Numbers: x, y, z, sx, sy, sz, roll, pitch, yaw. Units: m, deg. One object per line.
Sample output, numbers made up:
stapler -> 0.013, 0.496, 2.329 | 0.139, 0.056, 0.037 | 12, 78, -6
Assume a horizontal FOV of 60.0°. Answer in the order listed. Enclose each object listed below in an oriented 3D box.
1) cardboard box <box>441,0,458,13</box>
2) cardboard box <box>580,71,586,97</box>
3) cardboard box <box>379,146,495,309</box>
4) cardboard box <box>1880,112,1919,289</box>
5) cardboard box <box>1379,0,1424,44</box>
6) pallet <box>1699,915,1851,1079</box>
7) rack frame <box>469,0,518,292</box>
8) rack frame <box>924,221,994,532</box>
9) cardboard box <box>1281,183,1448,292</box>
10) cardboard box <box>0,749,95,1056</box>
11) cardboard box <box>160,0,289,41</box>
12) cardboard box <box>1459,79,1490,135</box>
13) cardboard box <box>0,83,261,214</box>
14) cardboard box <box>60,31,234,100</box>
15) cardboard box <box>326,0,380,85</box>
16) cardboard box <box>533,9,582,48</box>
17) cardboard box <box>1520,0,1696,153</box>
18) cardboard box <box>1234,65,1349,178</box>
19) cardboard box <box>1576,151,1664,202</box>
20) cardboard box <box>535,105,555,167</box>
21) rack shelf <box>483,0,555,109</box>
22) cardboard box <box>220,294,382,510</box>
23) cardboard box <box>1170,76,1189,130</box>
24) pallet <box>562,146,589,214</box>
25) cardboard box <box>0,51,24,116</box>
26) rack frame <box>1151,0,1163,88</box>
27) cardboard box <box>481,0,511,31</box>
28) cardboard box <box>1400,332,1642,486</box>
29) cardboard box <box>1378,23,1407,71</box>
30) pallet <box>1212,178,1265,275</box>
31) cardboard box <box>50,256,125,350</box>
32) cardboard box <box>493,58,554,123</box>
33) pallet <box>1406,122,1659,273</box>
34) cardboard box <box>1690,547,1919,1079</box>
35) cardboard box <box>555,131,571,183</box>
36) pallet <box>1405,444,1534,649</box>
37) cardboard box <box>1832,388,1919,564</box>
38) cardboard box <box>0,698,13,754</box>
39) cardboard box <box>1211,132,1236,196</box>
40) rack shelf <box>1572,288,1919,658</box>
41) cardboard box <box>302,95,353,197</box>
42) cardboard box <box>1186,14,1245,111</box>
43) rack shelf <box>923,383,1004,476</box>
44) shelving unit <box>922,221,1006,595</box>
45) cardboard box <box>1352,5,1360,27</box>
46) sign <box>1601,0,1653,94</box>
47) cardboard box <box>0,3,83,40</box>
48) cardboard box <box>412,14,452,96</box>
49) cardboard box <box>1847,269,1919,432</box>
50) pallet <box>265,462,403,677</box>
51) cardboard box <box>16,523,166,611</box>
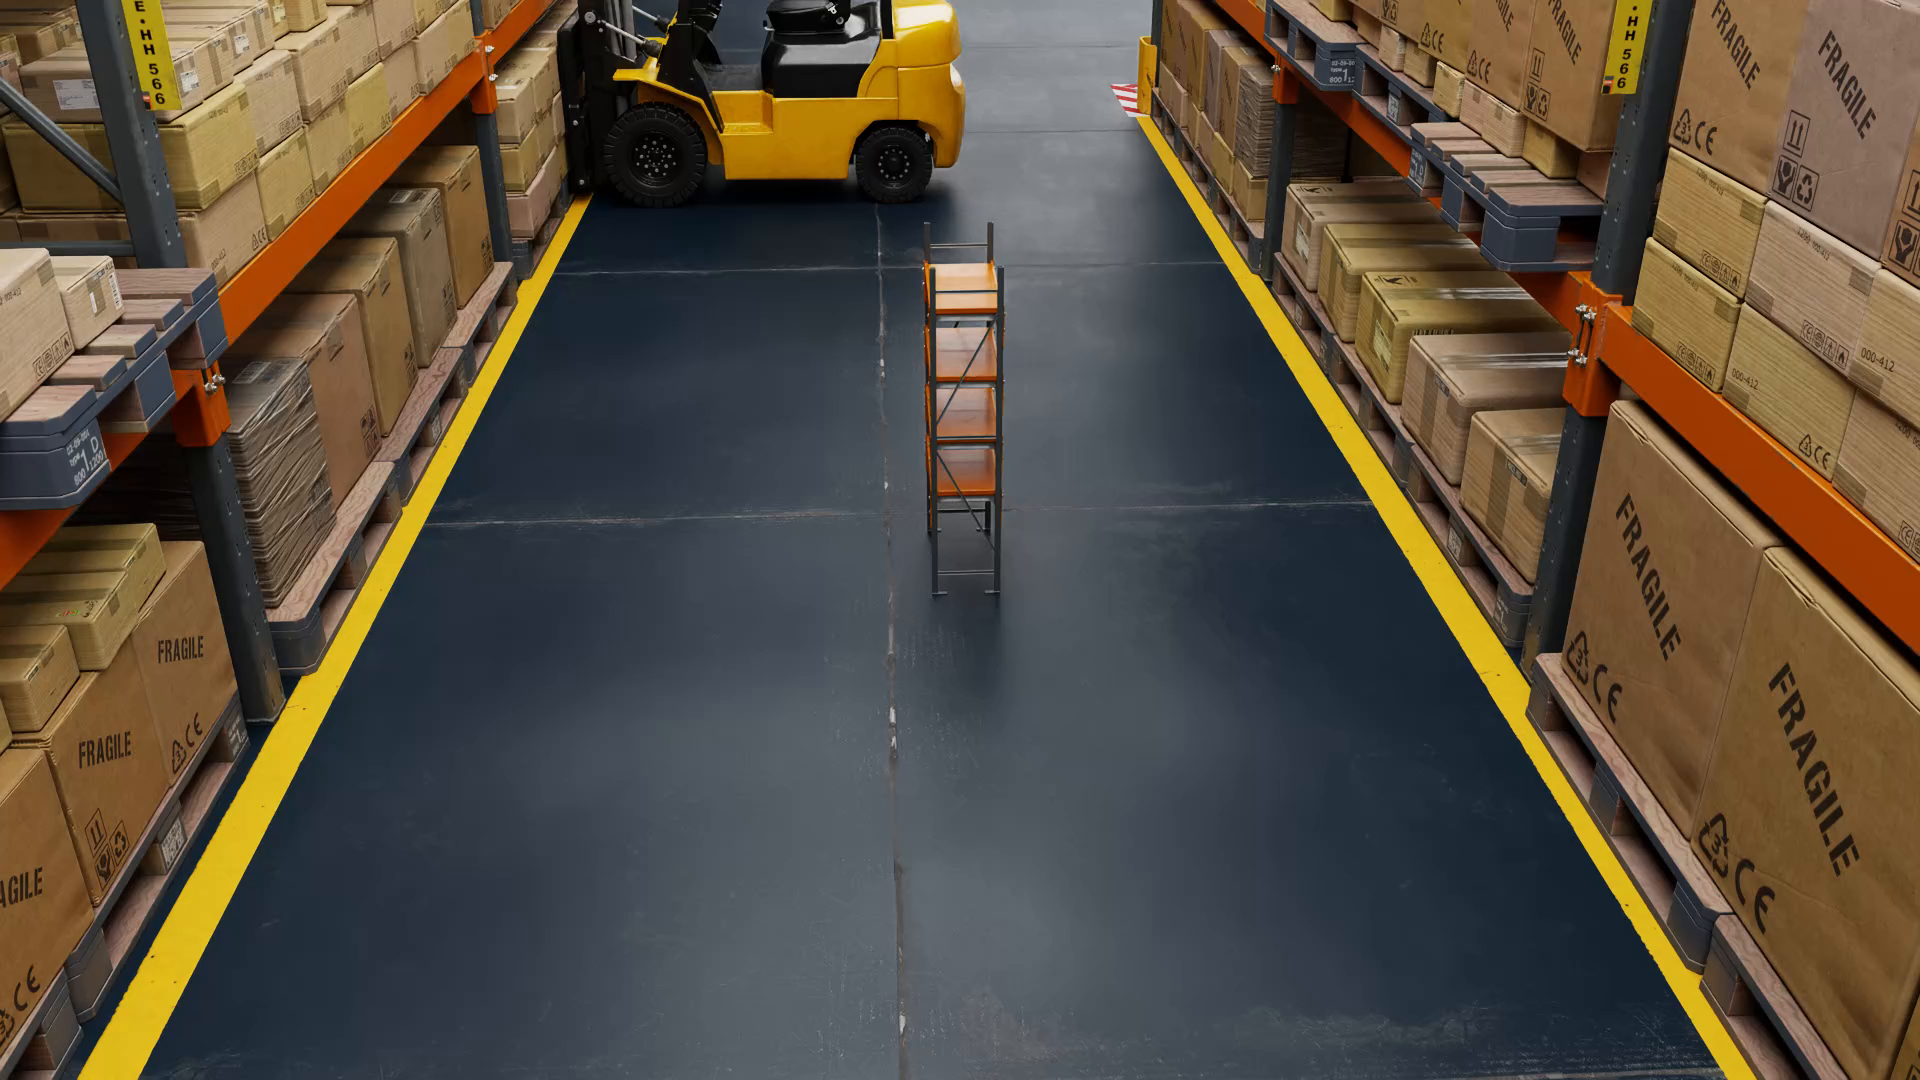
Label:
cardboard box -> -2.553, -2.555, 7.526 | 0.500, 0.250, 0.500 | -2, 28, -4
cardboard box -> -2.642, -2.969, 10.678 | 0.500, 0.250, 0.500 | -2, 28, -4
cardboard box -> -2.796, -1.513, 8.021 | 0.875, 0.625, 0.625 | 0, 28, 0
cardboard box -> 2.160, -0.680, 3.122 | 0.500, 0.500, 0.500 | -1, 28, -1
cardboard box -> 1.937, -2.184, 6.310 | 0.500, 0.500, 0.500 | -2, 28, -5
pallet -> 2.358, 1.270, 3.587 | 1.003, 0.211, 1.213 | -1, 28, -3
rack frame -> -2.834, -2.620, 8.030 | 1.000, 3.000, 0.127 | -1, 28, -3
rack frame -> -0.004, -0.568, 6.042 | 0.240, 1.200, 0.015 | -1, 28, -3
cardboard box -> 2.153, -1.521, 8.310 | 0.950, 0.372, 0.625 | -1, 28, -2
cardboard box -> -2.343, 0.812, 3.698 | 0.500, 0.500, 0.500 | 0, 28, 0
cardboard box -> -2.471, -1.736, 5.526 | 0.380, 0.149, 0.250 | -1, 28, -2
cardboard box -> 1.930, -1.469, 5.640 | 0.380, 0.149, 0.250 | -3, 28, -5
cardboard box -> -2.379, -1.140, 4.813 | 0.500, 0.250, 0.500 | -1, 28, -3
cardboard box -> -2.363, -1.382, 4.847 | 0.380, 0.149, 0.250 | -1, 28, -2
cardboard box -> -2.490, -1.848, 6.171 | 0.500, 0.250, 0.500 | -1, 28, -2
cardboard box -> -2.638, -3.204, 10.588 | 0.500, 0.250, 0.500 | -1, 28, -2
cardboard box -> 2.030, -1.460, 4.922 | 0.500, 0.500, 0.500 | -2, 28, -4
cardboard box -> 1.824, -2.308, 9.140 | 0.500, 0.500, 0.500 | -2, 28, -3
cardboard box -> 2.080, -1.115, 4.962 | 0.380, 0.149, 0.250 | 0, 28, -1
cardboard box -> -2.579, -2.272, 9.342 | 0.500, 0.250, 0.500 | -2, 28, -3
rack shelf -> -2.938, -3.225, 9.967 | 1.077, 0.370, 4.000 | -1, 28, -3
cardboard box -> -2.686, -0.496, 6.072 | 0.875, 0.625, 0.625 | -1, 28, -1
cardboard box -> 1.699, -2.941, 11.164 | 0.500, 0.250, 0.500 | 0, 28, -1
pallet -> -2.900, -2.317, 10.464 | 1.003, 0.211, 1.213 | -1, 28, -3
cardboard box -> -2.844, -1.250, 4.594 | 0.380, 0.149, 0.250 | -1, 28, -1
rack frame -> 1.914, -4.589, 11.805 | 1.000, 3.000, 0.127 | -1, 28, -3
cardboard box -> -2.596, -2.876, 8.412 | 0.500, 0.500, 0.500 | -2, 28, -4
cardboard box -> 2.266, -0.517, 6.386 | 0.950, 0.372, 0.625 | -2, 28, -4
cardboard box -> 1.876, -1.951, 6.565 | 0.380, 0.149, 0.250 | 0, 28, -1
pallet -> 2.052, -1.815, 9.501 | 1.003, 0.211, 1.213 | -1, 28, -3
cardboard box -> -2.208, -0.554, 3.886 | 0.380, 0.149, 0.250 | -1, 28, -2
cardboard box -> -2.562, -2.498, 9.234 | 0.500, 0.250, 0.500 | -1, 28, -3
pallet -> 2.188, -1.136, 5.392 | 1.213, 0.211, 1.003 | -1, 28, -3
cardboard box -> 2.327, 0.594, 3.710 | 0.875, 0.875, 0.875 | -1, 28, -2
cardboard box -> -2.613, -2.290, 9.916 | 0.500, 0.250, 0.500 | -1, 28, -2
pallet -> 2.292, -0.019, 6.058 | 1.003, 0.211, 1.213 | -1, 28, -3
cardboard box -> 2.172, -0.117, 3.393 | 0.500, 0.250, 0.500 | 0, 28, -1
cardboard box -> -2.363, 0.454, 3.683 | 0.380, 0.149, 0.250 | -1, 28, -1
cardboard box -> 1.786, -2.221, 9.784 | 0.500, 0.250, 0.500 | -2, 28, -4
rack shelf -> 2.436, 0.348, 3.117 | 1.077, 0.370, 4.000 | -1, 28, -3
cardboard box -> -2.459, -1.387, 5.829 | 0.500, 0.250, 0.500 | -2, 28, -4
cardboard box -> 1.731, -3.025, 10.515 | 0.500, 0.500, 0.500 | -1, 28, -2
rack shelf -> 0.009, -0.396, 5.857 | 0.258, 0.148, 0.480 | -1, 28, -3
shelving unit -> 0.009, -0.456, 5.826 | 0.258, 1.200, 0.503 | -1, 28, -3
cardboard box -> 1.932, -2.309, 7.251 | 0.380, 0.149, 0.250 | 0, 28, 1
sign -> 1.790, -1.355, 4.439 | 0.100, 0.325, 0.005 | -1, 28, -3
cardboard box -> -3.005, -1.601, 5.267 | 0.380, 0.149, 0.250 | -2, 28, -4
cardboard box -> -2.515, -2.095, 7.186 | 0.500, 0.250, 0.500 | -2, 28, -3
cardboard box -> 2.151, -0.341, 3.281 | 0.500, 0.250, 0.500 | -1, 28, -3
pallet -> -2.629, 0.082, 5.864 | 1.003, 0.211, 1.213 | -1, 28, -3
cardboard box -> -2.346, 0.083, 4.394 | 0.380, 0.149, 0.250 | -3, 28, -5
